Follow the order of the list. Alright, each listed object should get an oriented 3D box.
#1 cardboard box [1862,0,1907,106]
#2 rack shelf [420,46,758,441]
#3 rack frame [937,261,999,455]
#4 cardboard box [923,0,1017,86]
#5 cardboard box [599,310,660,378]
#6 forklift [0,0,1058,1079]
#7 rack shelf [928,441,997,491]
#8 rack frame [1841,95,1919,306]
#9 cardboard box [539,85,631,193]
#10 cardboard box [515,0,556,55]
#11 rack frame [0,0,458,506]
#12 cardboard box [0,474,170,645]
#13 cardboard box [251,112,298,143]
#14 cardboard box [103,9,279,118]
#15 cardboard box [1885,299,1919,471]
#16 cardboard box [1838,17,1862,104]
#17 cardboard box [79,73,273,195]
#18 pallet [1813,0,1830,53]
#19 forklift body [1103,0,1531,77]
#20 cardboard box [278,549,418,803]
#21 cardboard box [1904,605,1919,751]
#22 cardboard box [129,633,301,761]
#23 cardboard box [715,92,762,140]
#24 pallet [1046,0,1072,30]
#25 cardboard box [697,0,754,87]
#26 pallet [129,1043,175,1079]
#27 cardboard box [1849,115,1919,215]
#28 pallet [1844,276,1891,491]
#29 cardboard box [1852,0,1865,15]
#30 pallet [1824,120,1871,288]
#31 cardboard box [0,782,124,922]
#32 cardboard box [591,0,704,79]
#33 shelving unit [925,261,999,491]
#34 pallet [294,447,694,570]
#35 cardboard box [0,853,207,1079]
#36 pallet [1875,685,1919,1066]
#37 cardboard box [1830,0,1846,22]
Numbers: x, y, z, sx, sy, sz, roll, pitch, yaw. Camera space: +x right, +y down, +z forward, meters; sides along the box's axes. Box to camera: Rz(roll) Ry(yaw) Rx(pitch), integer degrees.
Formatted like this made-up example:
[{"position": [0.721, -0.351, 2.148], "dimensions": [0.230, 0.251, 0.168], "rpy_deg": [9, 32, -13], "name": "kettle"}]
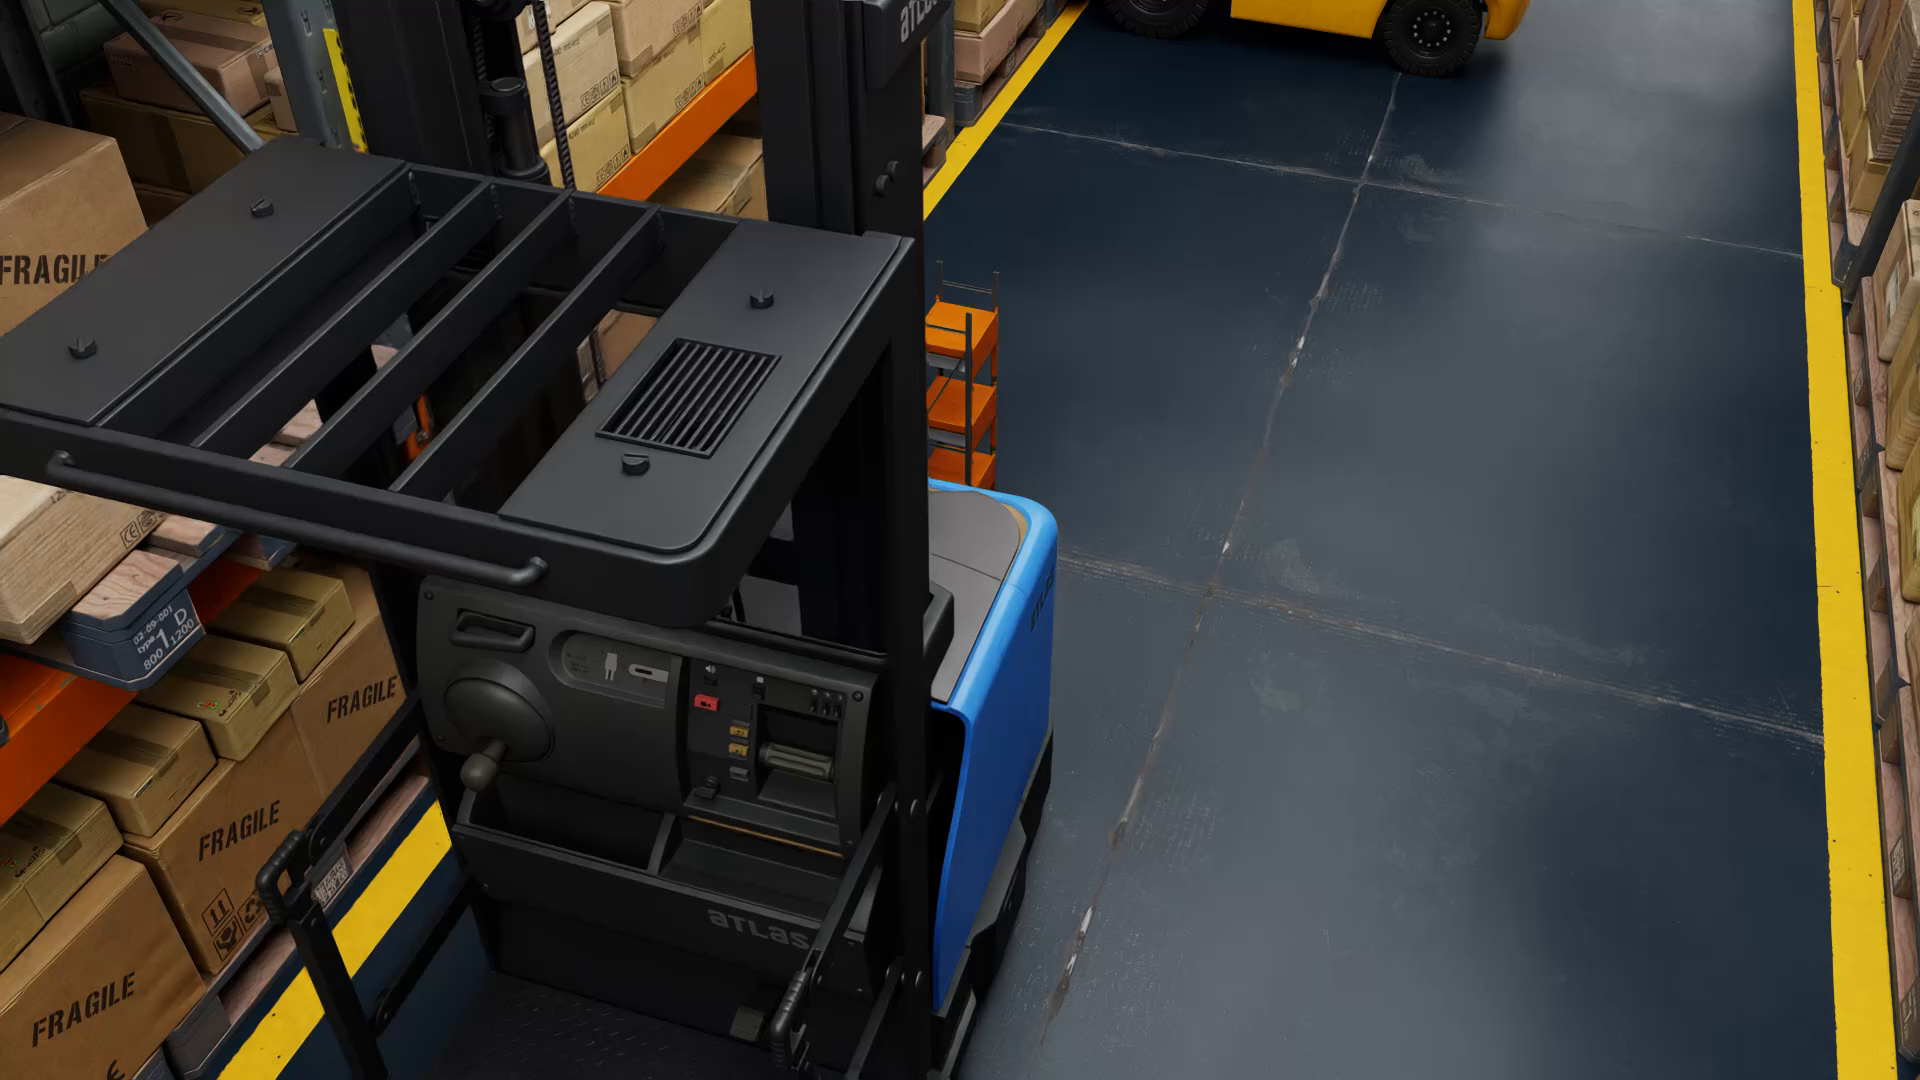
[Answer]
[{"position": [4.272, -2.175, 7.205], "dimensions": [0.500, 0.500, 0.500], "rpy_deg": [14, 42, 16], "name": "cardboard box"}, {"position": [-1.200, -1.651, 5.928], "dimensions": [1.077, 0.370, 4.000], "rpy_deg": [13, 42, 15], "name": "rack shelf"}, {"position": [0.023, -0.441, 5.458], "dimensions": [0.200, 1.050, 0.008], "rpy_deg": [13, 42, 15], "name": "rack frame"}, {"position": [-0.040, -2.479, 8.140], "dimensions": [0.500, 0.250, 0.500], "rpy_deg": [14, 42, 16], "name": "cardboard box"}, {"position": [-1.442, -0.738, 5.810], "dimensions": [0.875, 0.625, 0.625], "rpy_deg": [15, 43, 16], "name": "cardboard box"}, {"position": [-0.674, 0.421, 2.999], "dimensions": [1.130, 2.935, 3.031], "rpy_deg": [12, 42, 13], "name": "forklift"}, {"position": [-0.018, -0.147, 5.558], "dimensions": [0.215, 0.259, 0.240], "rpy_deg": [13, 42, 15], "name": "rack shelf"}, {"position": [4.149, -2.045, 5.835], "dimensions": [1.000, 3.000, 0.127], "rpy_deg": [13, 42, 15], "name": "rack frame"}, {"position": [-1.326, -1.169, 4.925], "dimensions": [0.500, 0.250, 0.500], "rpy_deg": [12, 42, 14], "name": "cardboard box"}, {"position": [-1.344, -1.444, 4.554], "dimensions": [0.380, 0.149, 0.250], "rpy_deg": [14, 43, 16], "name": "cardboard box"}, {"position": [-1.884, -0.704, 4.265], "dimensions": [1.000, 3.000, 0.127], "rpy_deg": [13, 42, 15], "name": "rack frame"}, {"position": [-1.941, -0.092, 3.338], "dimensions": [0.500, 0.250, 0.500], "rpy_deg": [11, 42, 13], "name": "cardboard box"}, {"position": [-1.479, -1.048, 4.398], "dimensions": [0.500, 0.250, 0.500], "rpy_deg": [13, 42, 15], "name": "cardboard box"}, {"position": [-1.963, -1.232, 4.307], "dimensions": [0.380, 0.149, 0.250], "rpy_deg": [15, 43, 16], "name": "cardboard box"}, {"position": [3.730, -0.445, 5.662], "dimensions": [0.950, 0.372, 0.625], "rpy_deg": [16, 43, 18], "name": "cardboard box"}, {"position": [4.450, -2.215, 7.830], "dimensions": [0.500, 0.250, 0.500], "rpy_deg": [14, 42, 16], "name": "cardboard box"}, {"position": [-1.992, -1.173, 4.544], "dimensions": [0.500, 0.250, 0.500], "rpy_deg": [14, 42, 16], "name": "cardboard box"}, {"position": [5.180, -2.890, 8.974], "dimensions": [1.003, 0.211, 1.213], "rpy_deg": [13, 42, 15], "name": "pallet"}, {"position": [1.917, -3.699, 8.429], "dimensions": [2.313, 2.155, 1.214], "rpy_deg": [13, 42, 15], "name": "forklift body"}, {"position": [-1.827, 0.392, 4.581], "dimensions": [0.500, 0.500, 0.500], "rpy_deg": [14, 43, 16], "name": "cardboard box"}, {"position": [3.229, 0.441, 4.623], "dimensions": [0.950, 0.372, 0.625], "rpy_deg": [13, 42, 14], "name": "cardboard box"}, {"position": [-1.879, 0.371, 4.107], "dimensions": [0.380, 0.149, 0.250], "rpy_deg": [11, 42, 13], "name": "cardboard box"}, {"position": [-0.957, -1.608, 6.830], "dimensions": [0.875, 0.625, 0.625], "rpy_deg": [13, 42, 15], "name": "cardboard box"}, {"position": [0.211, -3.306, 9.462], "dimensions": [1.003, 0.211, 1.213], "rpy_deg": [13, 42, 15], "name": "pallet"}, {"position": [-0.978, -1.801, 5.666], "dimensions": [0.500, 0.250, 0.500], "rpy_deg": [15, 43, 16], "name": "cardboard box"}, {"position": [-2.594, 1.545, 3.776], "dimensions": [1.003, 0.211, 1.213], "rpy_deg": [13, 42, 15], "name": "pallet"}, {"position": [4.099, -1.579, 7.084], "dimensions": [0.500, 0.250, 0.500], "rpy_deg": [15, 43, 17], "name": "cardboard box"}, {"position": [3.885, -0.509, 6.184], "dimensions": [1.003, 0.211, 1.213], "rpy_deg": [13, 42, 15], "name": "pallet"}, {"position": [4.620, -2.814, 7.955], "dimensions": [0.500, 0.500, 0.500], "rpy_deg": [14, 42, 16], "name": "cardboard box"}, {"position": [4.346, -1.401, 7.230], "dimensions": [1.003, 0.211, 1.213], "rpy_deg": [13, 42, 15], "name": "pallet"}, {"position": [-2.144, 0.673, 3.753], "dimensions": [0.380, 0.149, 0.250], "rpy_deg": [14, 43, 16], "name": "cardboard box"}, {"position": [-1.135, -1.674, 5.132], "dimensions": [0.500, 0.250, 0.500], "rpy_deg": [12, 42, 14], "name": "cardboard box"}, {"position": [-0.018, -0.367, 5.371], "dimensions": [0.215, 1.050, 0.252], "rpy_deg": [13, 42, 15], "name": "shelving unit"}, {"position": [-1.566, -0.137, 5.748], "dimensions": [1.003, 0.211, 1.213], "rpy_deg": [13, 42, 15], "name": "pallet"}, {"position": [-2.184, 1.015, 3.851], "dimensions": [0.500, 0.500, 0.500], "rpy_deg": [15, 43, 17], "name": "cardboard box"}, {"position": [3.050, 0.980, 4.439], "dimensions": [1.003, 0.211, 1.213], "rpy_deg": [13, 42, 15], "name": "pallet"}, {"position": [4.800, -2.858, 8.584], "dimensions": [0.500, 0.250, 0.500], "rpy_deg": [15, 43, 17], "name": "cardboard box"}]
